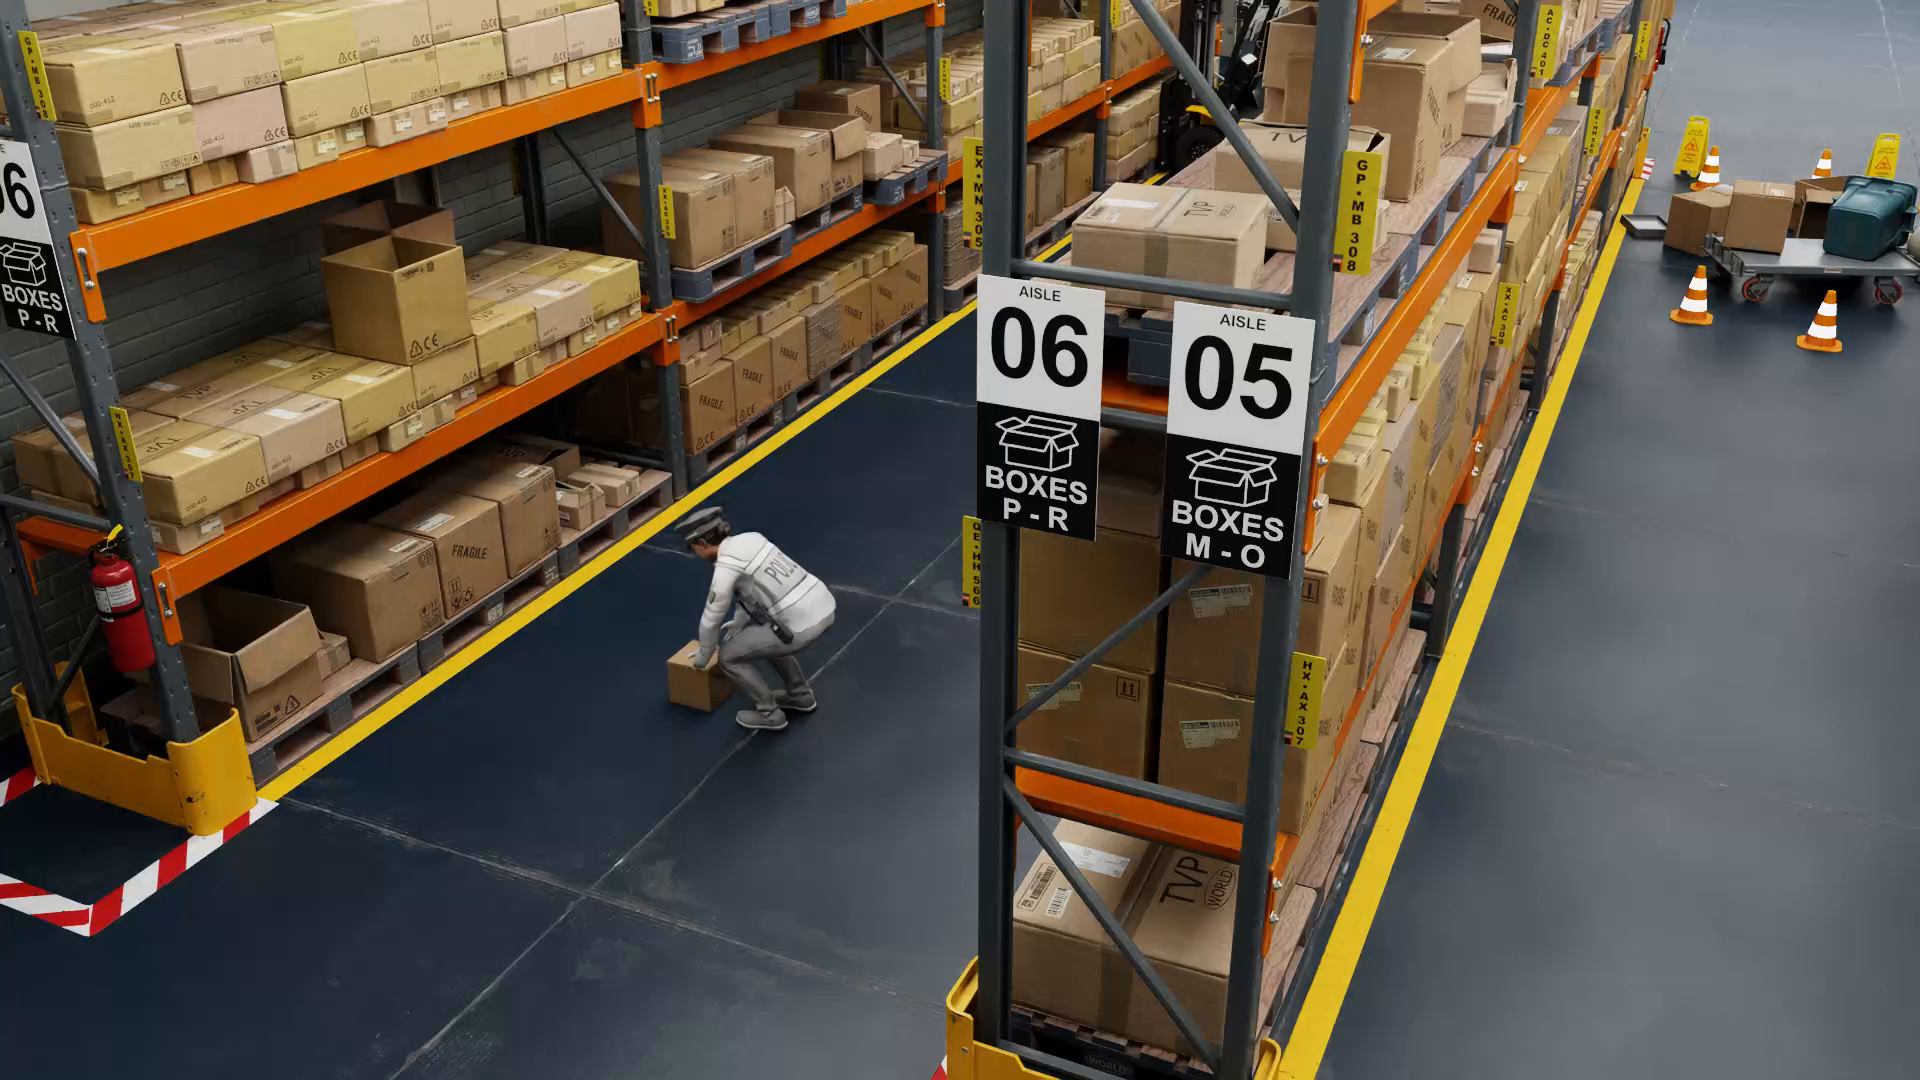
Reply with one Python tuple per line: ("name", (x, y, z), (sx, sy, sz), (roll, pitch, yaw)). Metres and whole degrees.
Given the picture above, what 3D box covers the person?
("person", (-1.036, 0.399, 8.389), (0.804, 1.154, 0.518), (11, 28, 22))
